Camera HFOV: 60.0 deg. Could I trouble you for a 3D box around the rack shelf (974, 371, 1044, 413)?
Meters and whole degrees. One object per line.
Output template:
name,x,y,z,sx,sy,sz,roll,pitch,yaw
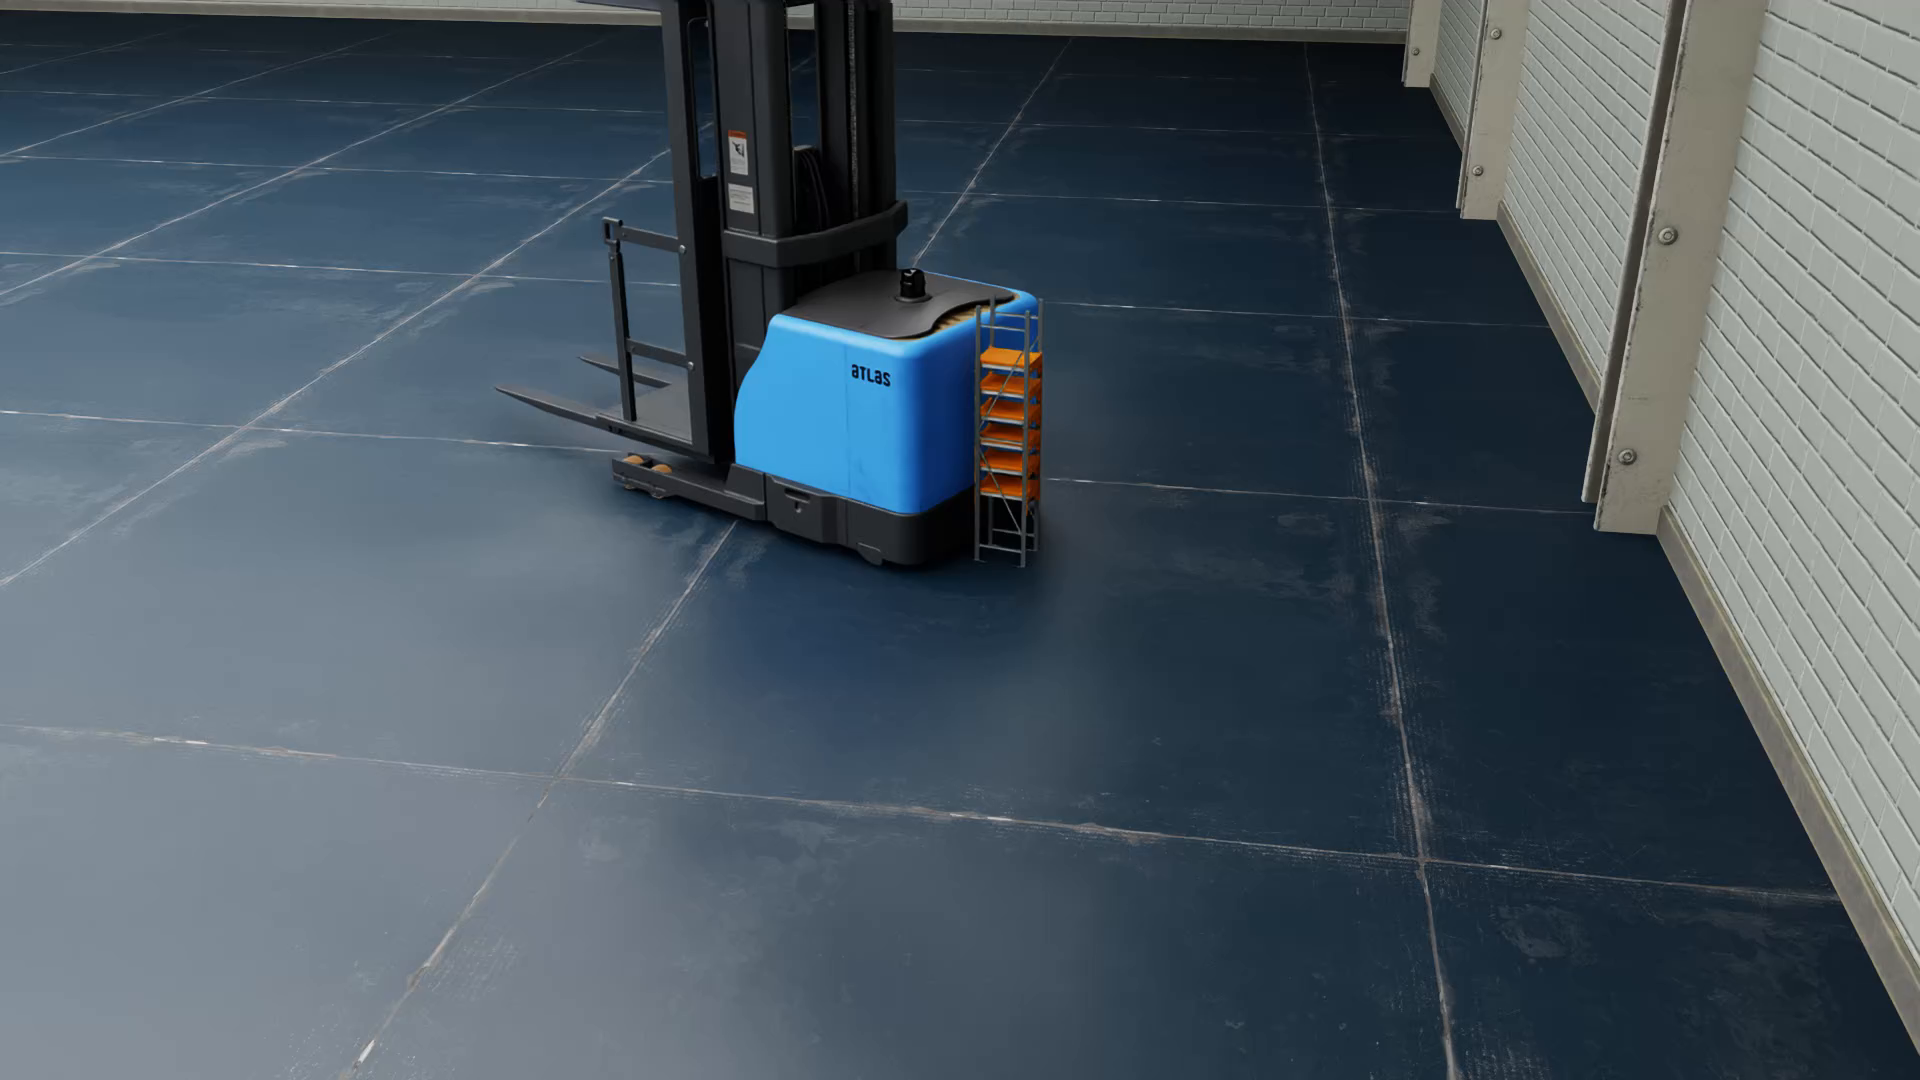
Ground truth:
rack shelf,0.213,-0.645,7.251,0.258,0.103,0.180,9,27,18

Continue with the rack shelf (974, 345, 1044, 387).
rack shelf,0.213,-0.754,7.200,0.258,0.103,0.180,9,27,18

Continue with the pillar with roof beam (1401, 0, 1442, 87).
pillar with roof beam,0.897,-9.509,17.450,9.100,9.000,0.400,4,25,9

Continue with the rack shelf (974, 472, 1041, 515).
rack shelf,0.213,-0.210,7.455,0.258,0.103,0.180,9,27,18

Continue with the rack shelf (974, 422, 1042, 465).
rack shelf,0.213,-0.428,7.353,0.258,0.103,0.180,9,27,18

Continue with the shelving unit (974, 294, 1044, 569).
shelving unit,0.213,-0.468,7.334,0.258,1.200,0.189,9,27,18

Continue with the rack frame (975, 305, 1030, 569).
rack frame,0.181,-0.431,7.256,0.240,1.200,0.006,9,27,18

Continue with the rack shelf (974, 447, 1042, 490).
rack shelf,0.213,-0.319,7.404,0.258,0.103,0.180,9,27,18

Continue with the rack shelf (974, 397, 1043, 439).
rack shelf,0.213,-0.536,7.302,0.258,0.103,0.180,9,27,18

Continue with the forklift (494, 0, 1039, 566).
forklift,-1.111,-1.693,7.909,3.031,2.935,1.130,17,30,32

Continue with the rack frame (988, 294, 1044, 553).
rack frame,0.245,-0.504,7.412,0.240,1.200,0.006,9,27,18

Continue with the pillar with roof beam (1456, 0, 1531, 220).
pillar with roof beam,-0.084,-7.000,12.089,9.100,9.000,0.400,4,25,9

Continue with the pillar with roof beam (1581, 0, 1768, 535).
pillar with roof beam,-1.065,-4.490,6.728,9.100,9.000,0.400,4,25,9
